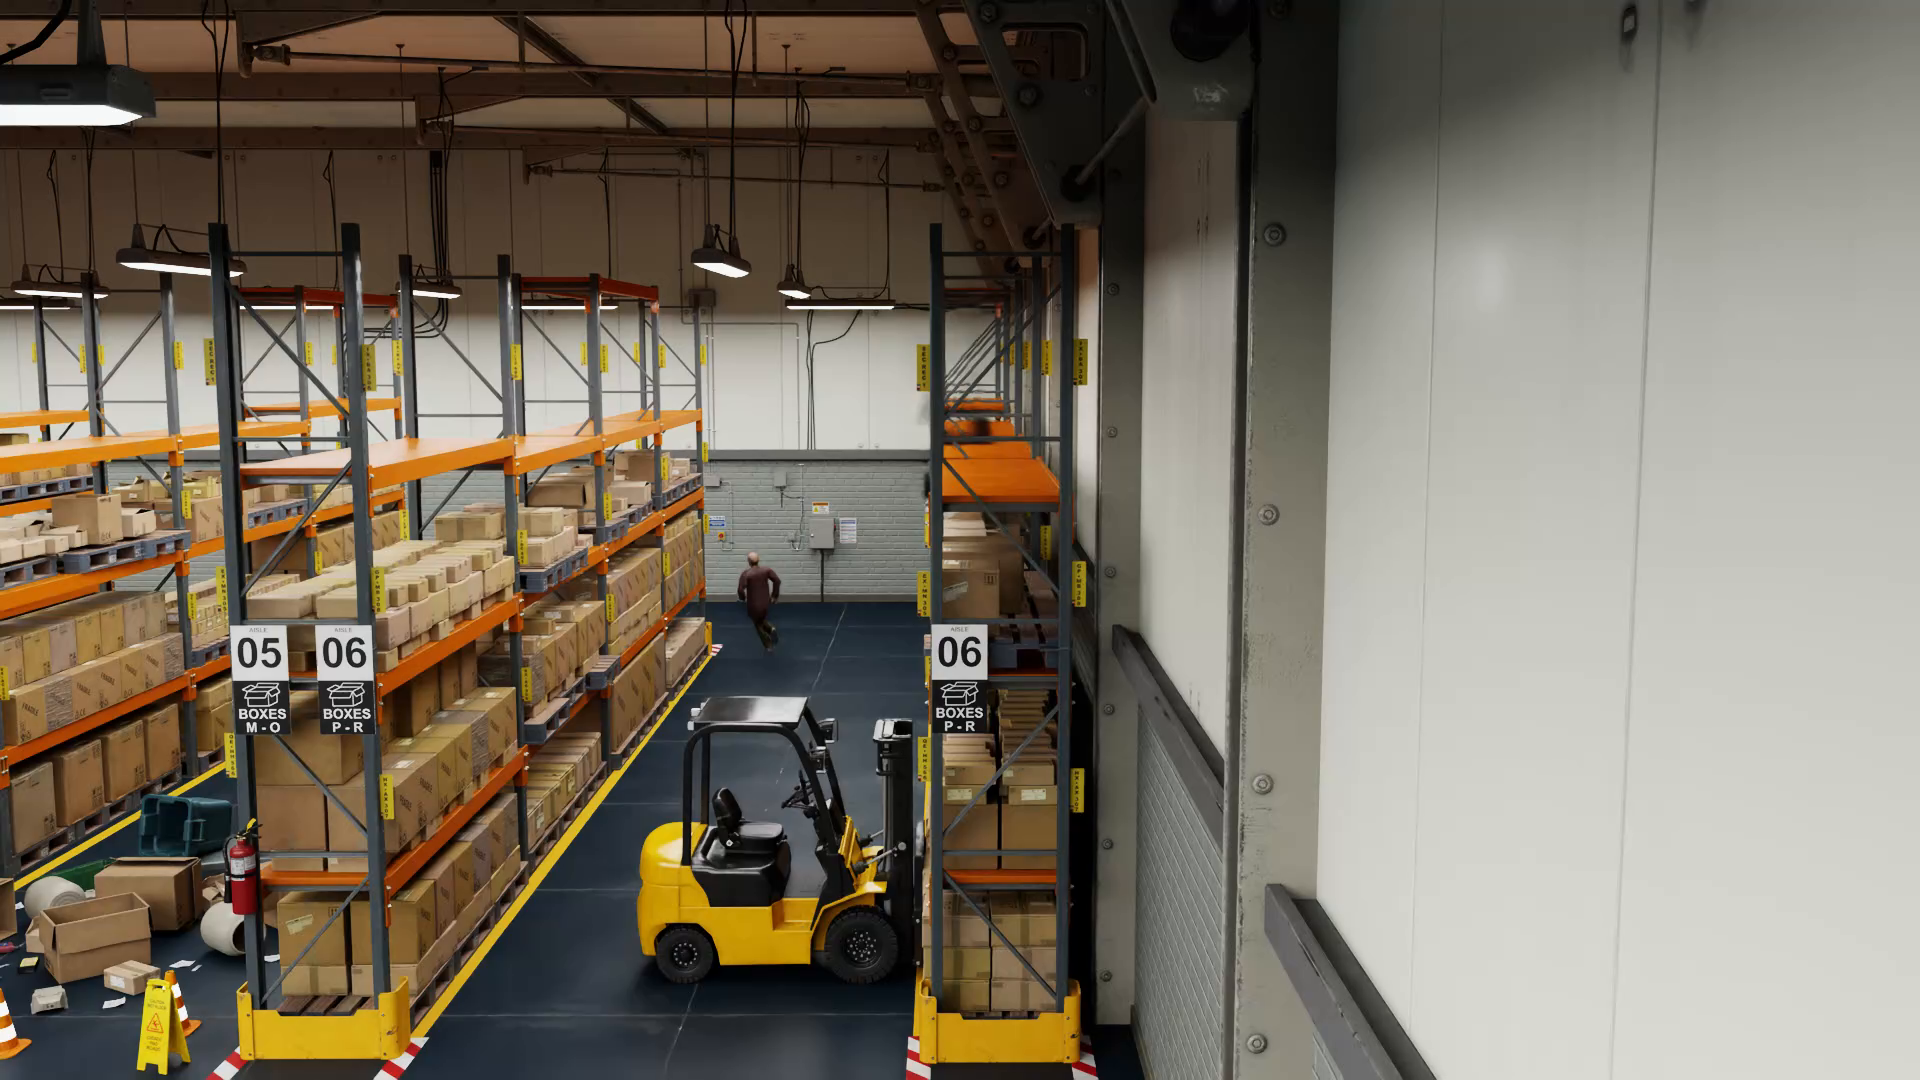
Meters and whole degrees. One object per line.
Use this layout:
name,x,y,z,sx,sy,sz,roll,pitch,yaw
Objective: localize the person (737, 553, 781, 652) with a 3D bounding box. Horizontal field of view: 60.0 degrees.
person,-3.443,1.046,28.090,0.733,1.697,0.560,-4,8,-32
